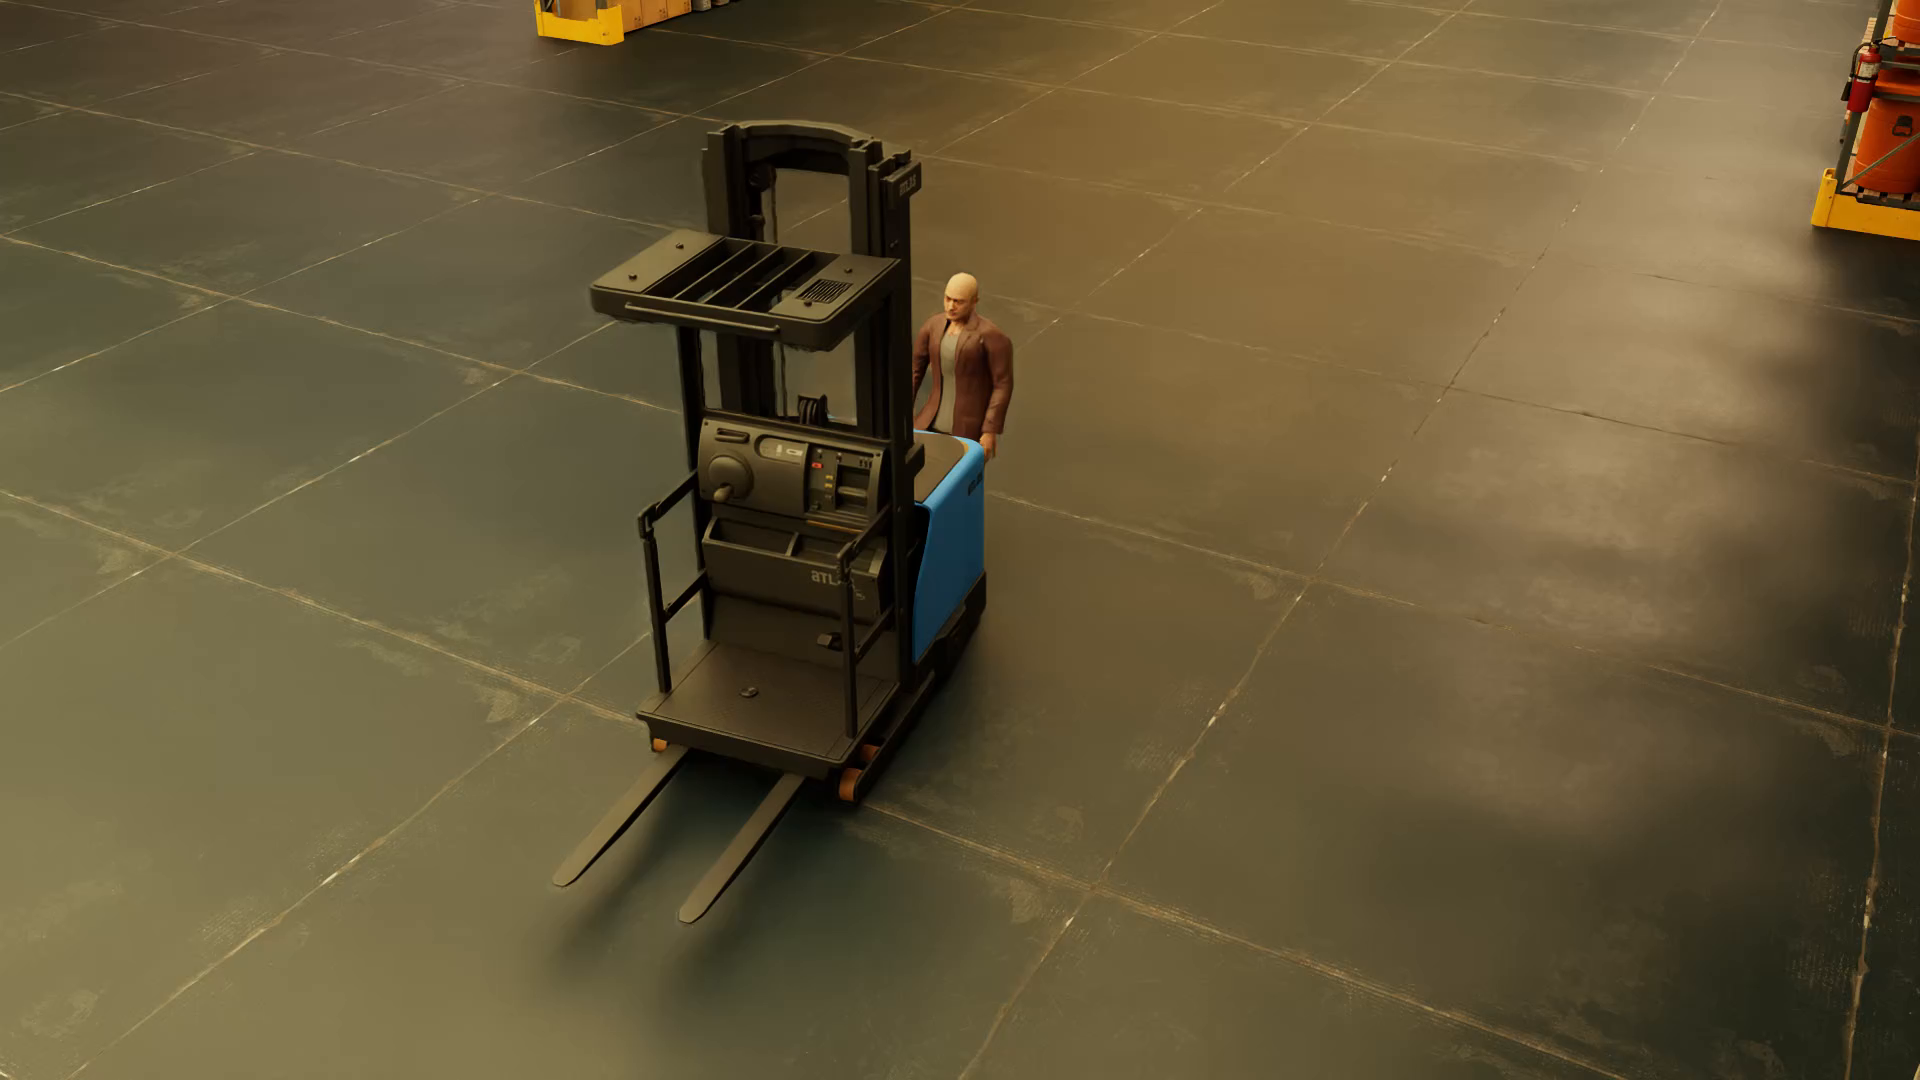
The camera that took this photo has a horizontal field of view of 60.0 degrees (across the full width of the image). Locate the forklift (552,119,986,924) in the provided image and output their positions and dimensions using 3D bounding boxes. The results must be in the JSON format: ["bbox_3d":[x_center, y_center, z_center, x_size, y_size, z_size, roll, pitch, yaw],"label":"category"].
[{"bbox_3d":[-0.865,-0.266,7.532,1.130,2.935,3.031,11,32,18],"label":"forklift"}]

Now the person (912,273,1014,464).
[{"bbox_3d":[-0.116,-0.630,9.378,0.758,1.735,0.690,22,36,33],"label":"person"}]
